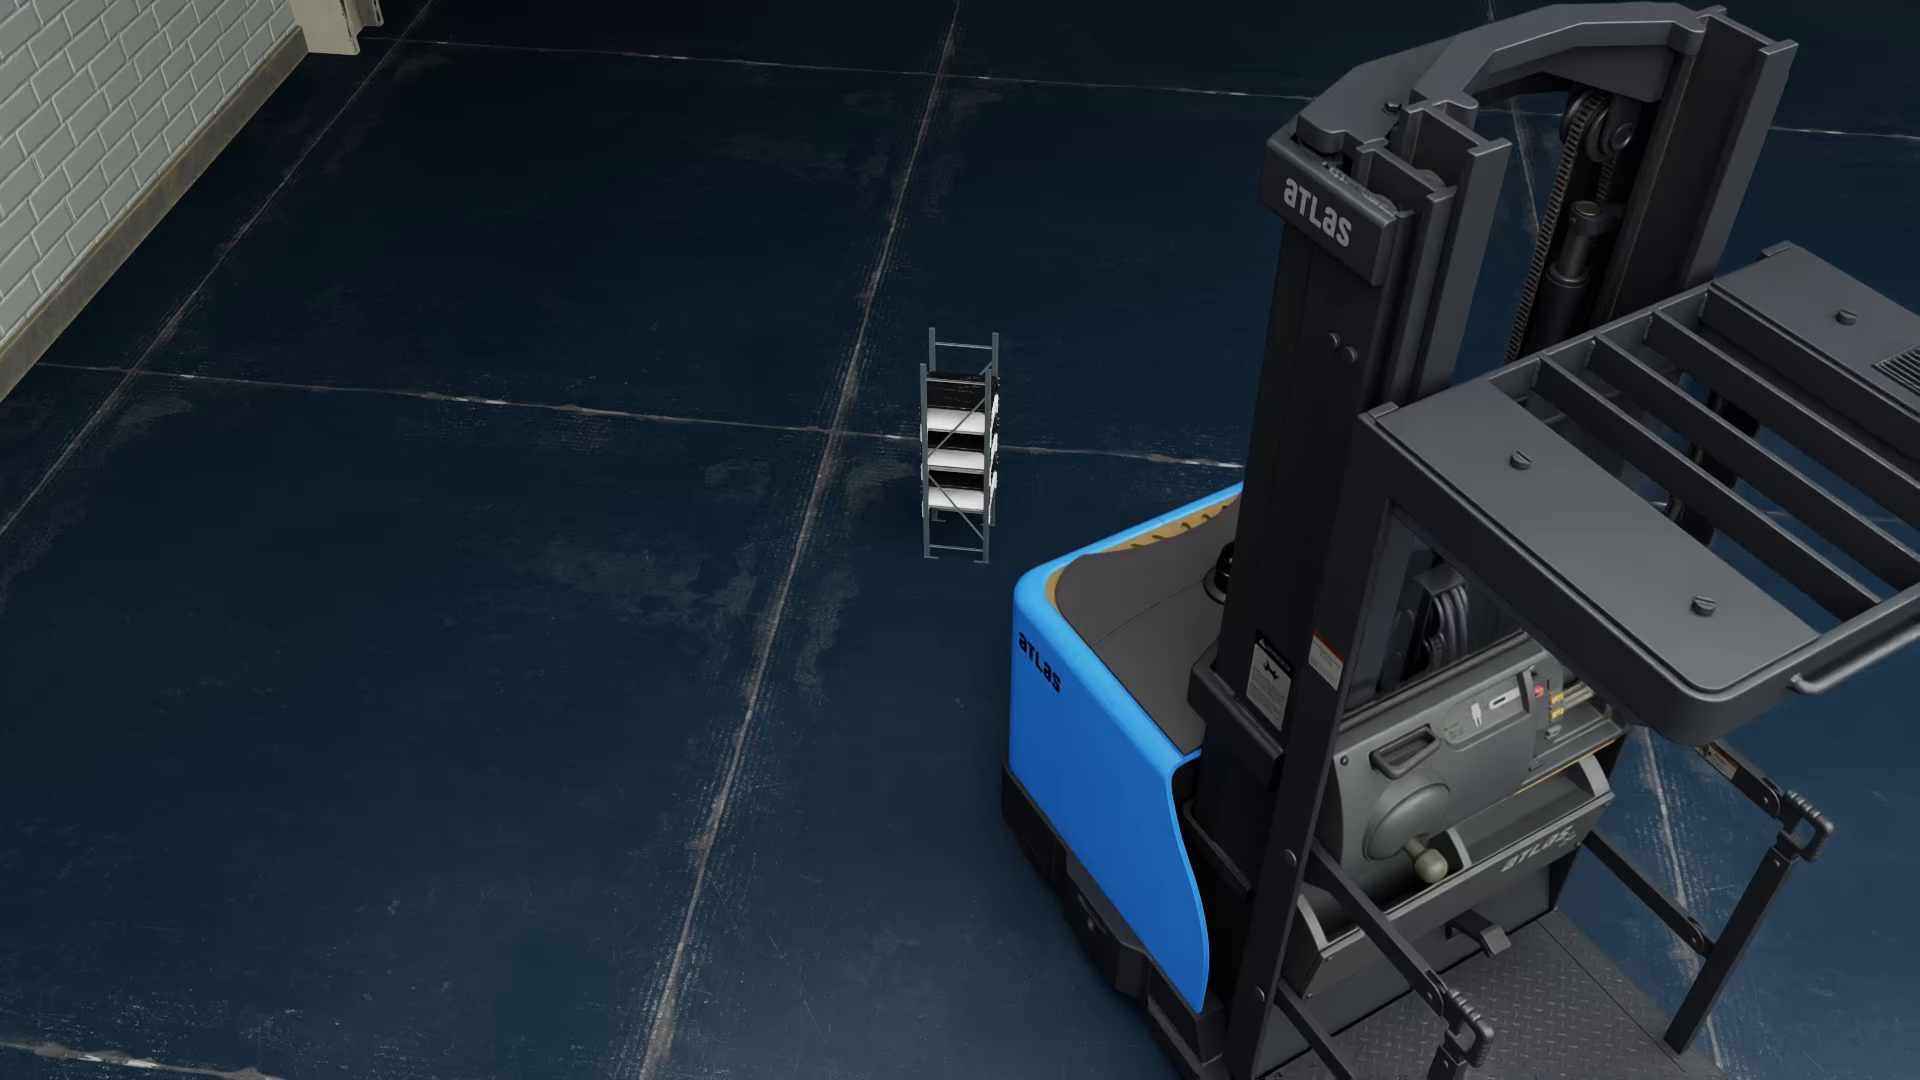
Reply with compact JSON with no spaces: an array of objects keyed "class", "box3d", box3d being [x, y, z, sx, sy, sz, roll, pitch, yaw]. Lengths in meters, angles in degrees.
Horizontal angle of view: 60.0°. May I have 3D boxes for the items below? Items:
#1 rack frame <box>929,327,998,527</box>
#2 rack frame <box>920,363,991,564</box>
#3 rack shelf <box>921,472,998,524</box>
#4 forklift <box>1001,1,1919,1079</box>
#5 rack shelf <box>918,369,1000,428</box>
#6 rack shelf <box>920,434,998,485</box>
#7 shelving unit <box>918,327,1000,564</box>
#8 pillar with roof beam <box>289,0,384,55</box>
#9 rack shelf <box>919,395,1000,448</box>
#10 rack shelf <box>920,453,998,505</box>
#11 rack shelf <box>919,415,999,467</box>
[{"class":"rack frame","box3d":[0.012,-0.391,6.008,0.240,0.900,0.006,5,44,6]},{"class":"rack frame","box3d":[-0.015,-0.252,5.862,0.240,0.900,0.006,5,44,6]},{"class":"rack shelf","box3d":[-0.001,-0.166,6.081,0.258,0.077,0.200,5,44,6]},{"class":"forklift","box3d":[1.305,0.526,3.563,1.130,2.935,3.031,-22,48,-21]},{"class":"rack shelf","box3d":[-0.001,-0.493,5.772,0.258,0.077,0.200,5,44,6]},{"class":"rack shelf","box3d":[-0.001,-0.297,5.958,0.258,0.077,0.200,5,44,6]},{"class":"shelving unit","box3d":[-0.001,-0.321,5.935,0.258,0.900,0.210,5,44,6]},{"class":"pillar with roof beam","box3d":[0.863,-5.659,5.682,9.100,9.000,0.400,5,44,6]},{"class":"rack shelf","box3d":[-0.001,-0.428,5.834,0.258,0.077,0.200,5,44,6]},{"class":"rack shelf","box3d":[-0.001,-0.232,6.020,0.258,0.077,0.200,5,44,6]},{"class":"rack shelf","box3d":[-0.001,-0.362,5.896,0.258,0.077,0.200,5,44,6]}]
